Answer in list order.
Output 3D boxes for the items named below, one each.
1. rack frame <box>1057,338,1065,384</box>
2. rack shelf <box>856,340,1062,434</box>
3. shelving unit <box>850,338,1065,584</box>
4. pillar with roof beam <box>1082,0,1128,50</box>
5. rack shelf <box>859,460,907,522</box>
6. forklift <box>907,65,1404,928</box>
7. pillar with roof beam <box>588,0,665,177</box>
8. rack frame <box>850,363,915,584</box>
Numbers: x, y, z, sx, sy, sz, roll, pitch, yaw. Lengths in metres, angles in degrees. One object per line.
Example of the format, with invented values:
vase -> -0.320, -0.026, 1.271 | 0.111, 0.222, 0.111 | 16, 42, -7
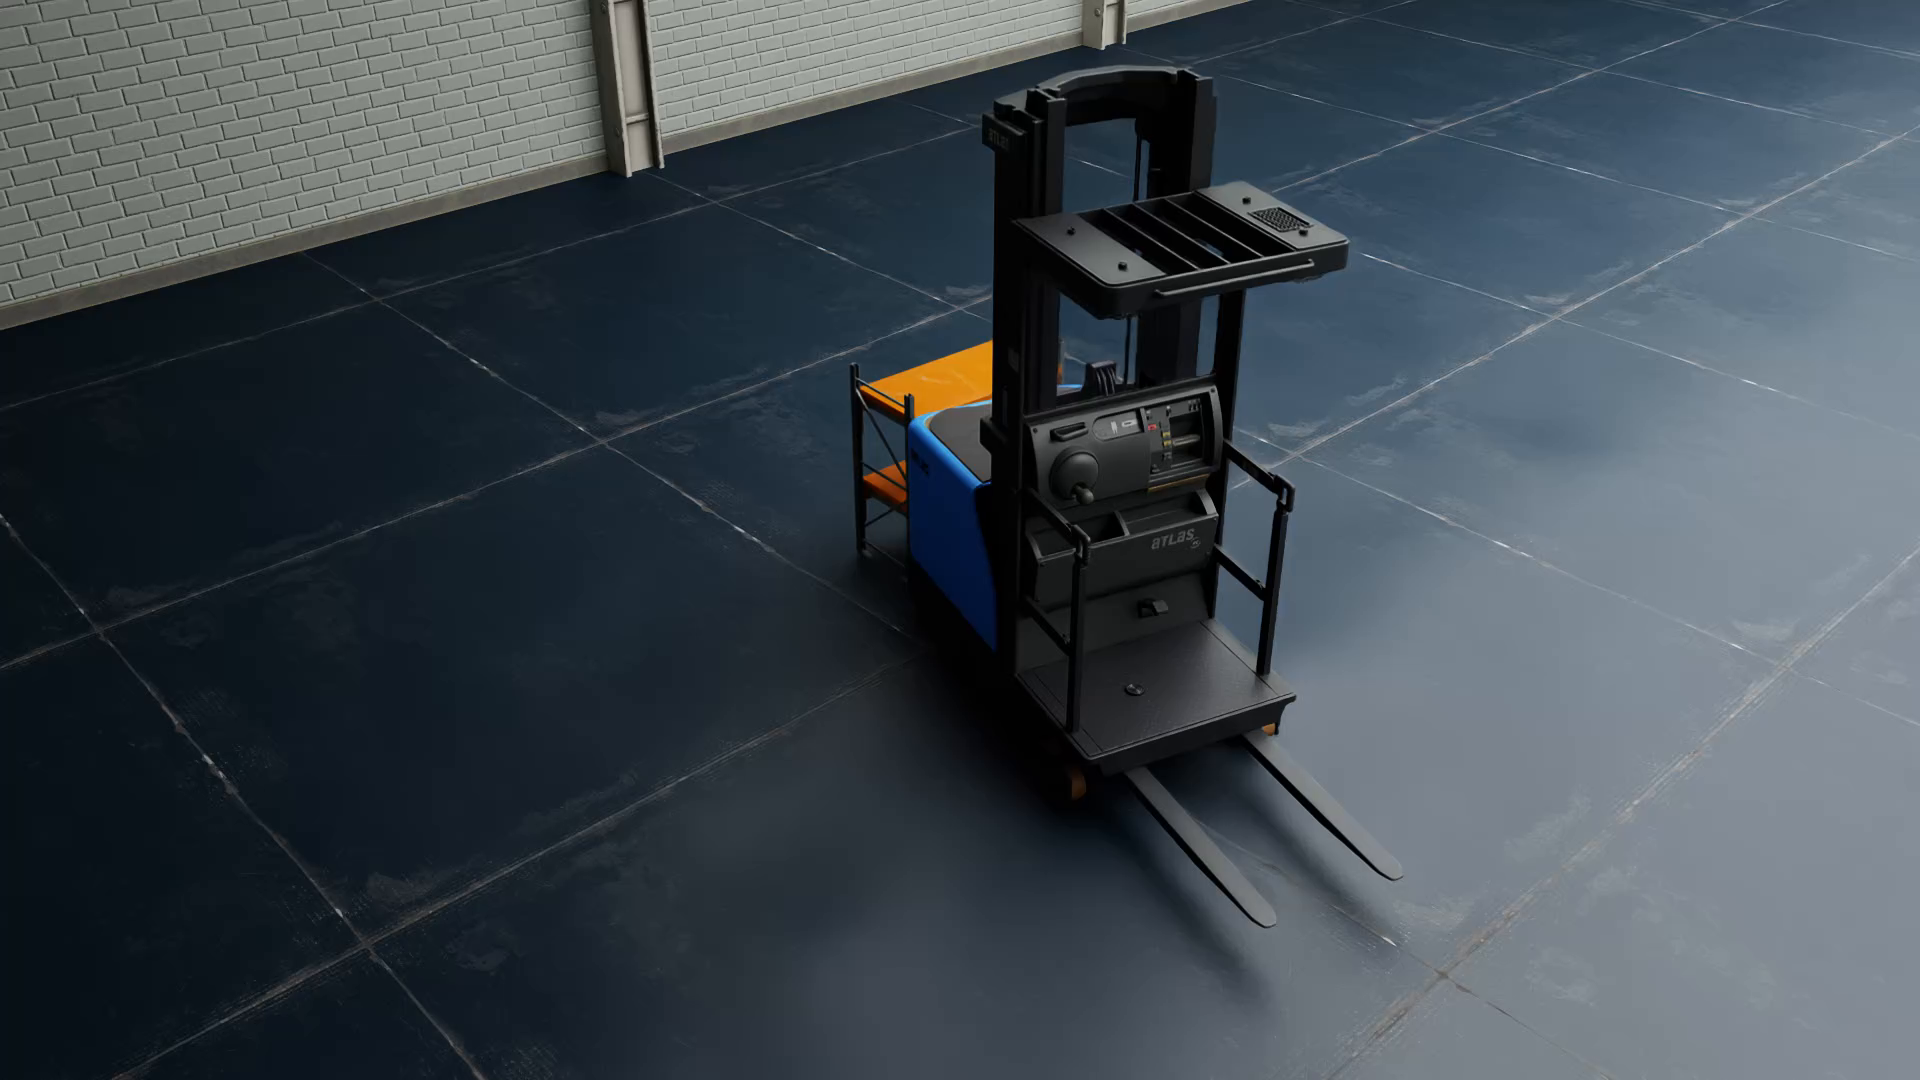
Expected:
rack frame -> 0.384, -0.671, 9.270 | 0.032, 1.125, 0.500 | -23, 38, -33
rack shelf -> -0.007, -0.752, 8.840 | 1.000, 0.278, 0.538 | -23, 38, -33
shelving unit -> -0.007, -0.502, 8.993 | 1.048, 1.125, 0.538 | -23, 38, -33
pillar with roof beam -> 4.485, -7.585, 13.029 | 0.400, 9.000, 9.100 | -26, 40, -35
rack shelf -> -0.007, -0.293, 9.120 | 1.000, 0.278, 0.538 | -23, 38, -33
forklift -> 0.819, -0.358, 7.025 | 1.130, 2.935, 3.031 | -14, 34, -22
pillar with roof beam -> 0.086, -5.457, 9.548 | 0.400, 9.000, 9.100 | -26, 40, -35
rack frame -> -0.398, -0.333, 8.716 | 0.032, 1.125, 0.500 | -23, 38, -33
